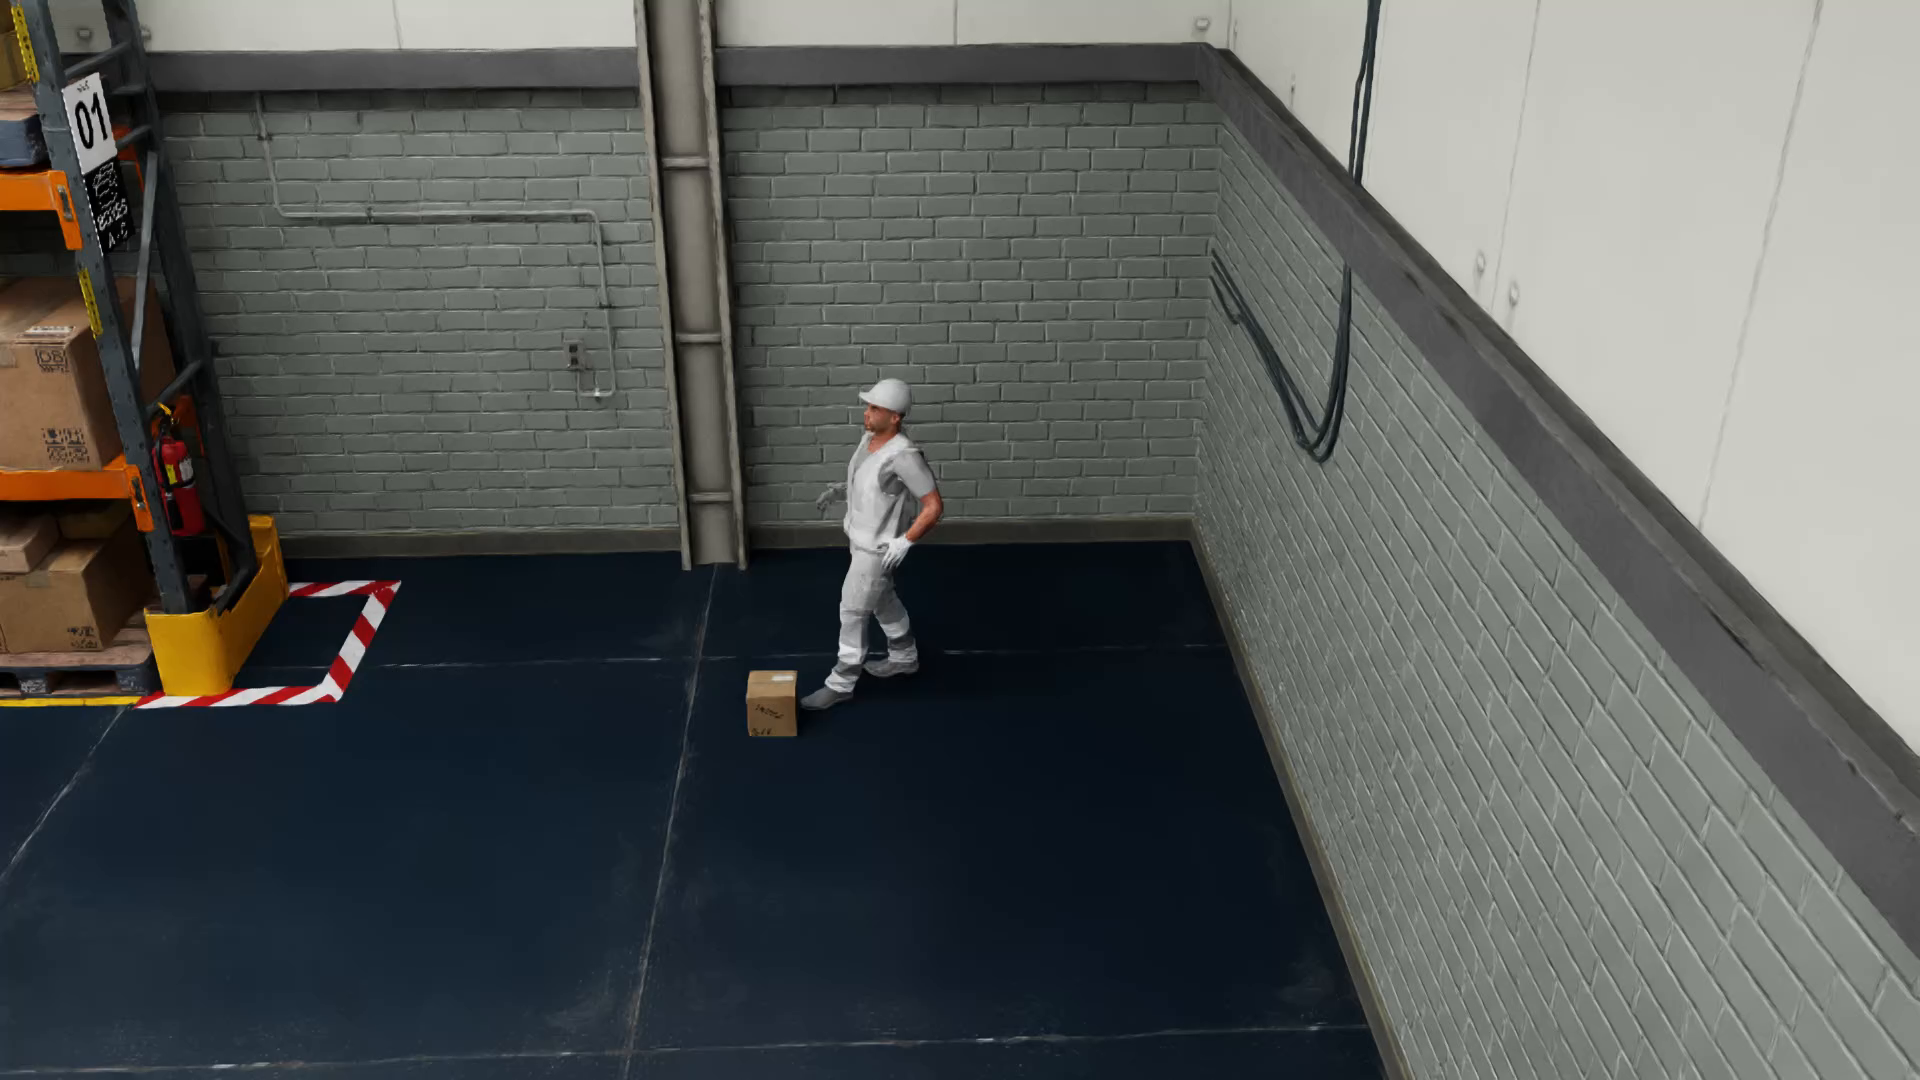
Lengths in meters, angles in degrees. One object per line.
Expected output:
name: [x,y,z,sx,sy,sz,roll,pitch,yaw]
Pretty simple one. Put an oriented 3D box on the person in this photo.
person: [-0.528,0.028,8.545,0.709,1.796,0.709,-10,29,-18]
